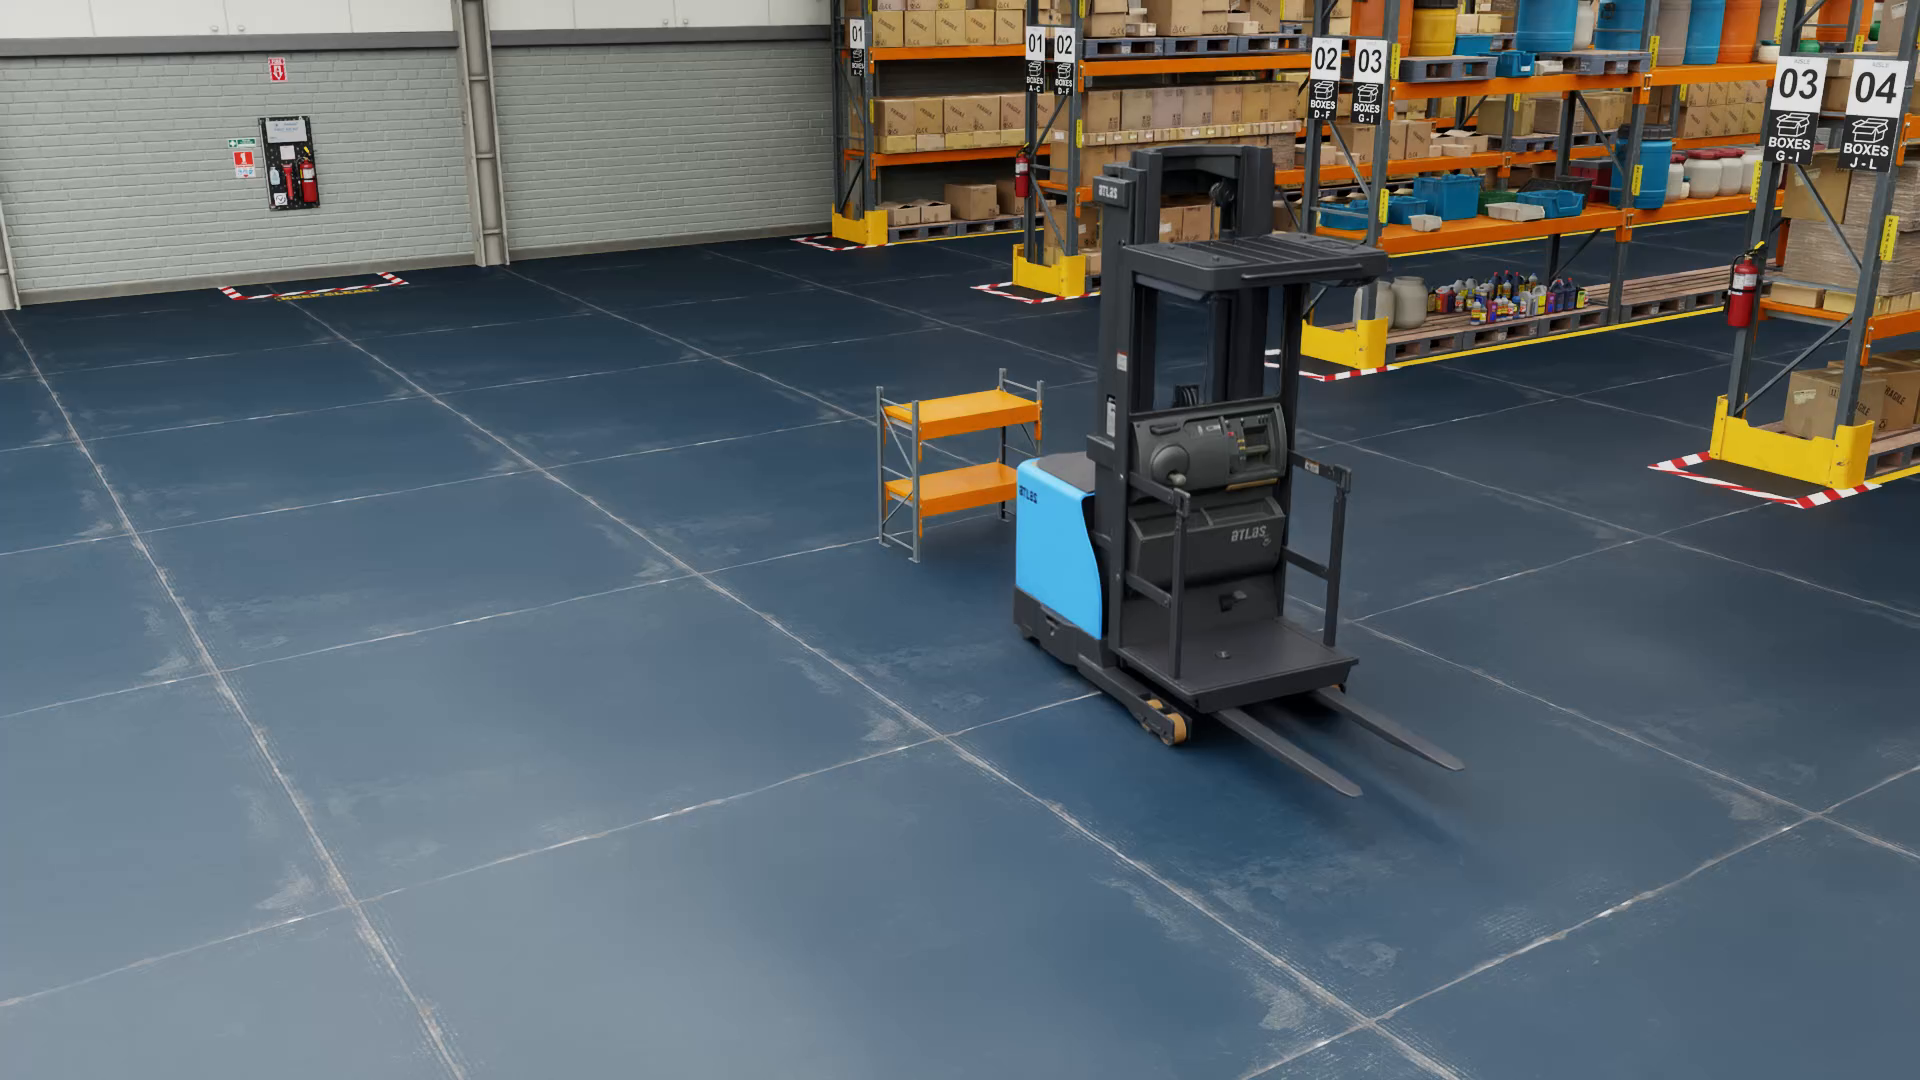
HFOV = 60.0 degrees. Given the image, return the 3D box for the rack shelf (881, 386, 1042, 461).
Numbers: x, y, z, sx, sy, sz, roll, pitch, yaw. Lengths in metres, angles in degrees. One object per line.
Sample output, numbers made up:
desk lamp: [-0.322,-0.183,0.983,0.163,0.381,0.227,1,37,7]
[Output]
rack shelf: [0.006,-0.811,11.474,1.000,0.278,0.538,-12,22,-31]

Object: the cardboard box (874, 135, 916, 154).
cardboard box: [-1.001,-5.891,24.689,0.500,0.250,0.500,-13,22,-33]

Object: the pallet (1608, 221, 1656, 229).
pallet: [10.508,-5.266,26.993,1.213,0.211,1.003,-12,22,-31]

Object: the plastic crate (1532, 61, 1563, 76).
plastic crate: [6.088,-4.911,17.316,0.396,0.136,0.243,-12,22,-31]

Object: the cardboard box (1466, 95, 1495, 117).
cardboard box: [9.514,-8.425,31.515,0.700,0.700,0.980,-13,22,-33]

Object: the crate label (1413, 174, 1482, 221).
crate label: [5.254,-3.715,17.994,0.616,0.435,0.502,-12,22,-31]

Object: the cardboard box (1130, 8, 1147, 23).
cardboard box: [2.426,-6.642,21.290,0.500,0.311,0.500,-9,21,-25]

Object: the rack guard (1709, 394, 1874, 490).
rack guard: [6.653,-0.806,13.348,0.348,0.500,1.175,-12,22,-31]

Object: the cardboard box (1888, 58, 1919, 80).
cardboard box: [6.947,-3.502,12.348,0.250,0.149,0.380,-12,22,-32]

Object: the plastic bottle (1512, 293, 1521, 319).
plastic bottle: [6.090,-2.567,18.227,0.097,0.271,0.097,0,19,0]

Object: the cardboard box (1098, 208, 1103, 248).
cardboard box: [2.131,-4.002,21.366,0.500,0.500,0.500,-12,22,-31]

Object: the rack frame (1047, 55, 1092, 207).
rack frame: [1.758,-6.656,26.749,0.127,3.000,1.000,-12,22,-31]

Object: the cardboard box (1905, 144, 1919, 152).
cardboard box: [7.746,-2.979,13.690,0.500,0.500,0.500,-12,22,-31]

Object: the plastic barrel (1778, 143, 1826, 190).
plastic barrel: [10.326,-4.612,20.491,0.708,0.536,0.600,-12,22,-31]

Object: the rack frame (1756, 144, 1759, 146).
rack frame: [14.507,-7.445,29.084,0.127,3.000,1.000,-12,22,-31]

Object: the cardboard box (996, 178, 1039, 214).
cardboard box: [0.913,-5.487,26.506,0.500,0.500,0.500,-14,23,-35]

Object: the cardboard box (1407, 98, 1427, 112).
cardboard box: [8.192,-8.114,30.410,0.500,0.500,0.500,-12,22,-32]

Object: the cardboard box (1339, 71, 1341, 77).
cardboard box: [6.483,-8.108,29.223,0.500,0.250,0.500,-12,22,-31]

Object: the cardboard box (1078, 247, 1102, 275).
cardboard box: [1.715,-3.558,21.224,0.500,0.250,0.500,-12,22,-31]

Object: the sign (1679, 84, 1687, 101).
sign: [11.475,-7.141,26.377,0.005,0.325,0.100,-12,22,-31]

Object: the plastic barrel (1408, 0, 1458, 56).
plastic barrel: [4.748,-5.245,16.943,0.600,0.588,0.600,0,19,0]

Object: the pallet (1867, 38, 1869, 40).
pallet: [12.341,-6.382,21.550,1.213,0.211,1.003,-12,22,-31]

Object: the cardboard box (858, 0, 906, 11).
cardboard box: [-1.128,-7.906,24.014,0.500,0.500,0.500,-14,23,-35]

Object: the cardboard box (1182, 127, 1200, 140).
cardboard box: [2.875,-5.264,21.462,0.250,0.149,0.380,-12,22,-31]

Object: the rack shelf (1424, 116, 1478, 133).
rack shelf: [10.109,-8.076,32.074,4.000,0.370,1.077,-12,22,-31]

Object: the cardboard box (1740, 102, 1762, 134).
cardboard box: [13.011,-7.073,27.828,0.500,0.500,0.500,-12,22,-32]

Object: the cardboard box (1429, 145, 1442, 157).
cardboard box: [6.792,-5.677,24.247,0.250,0.149,0.380,-10,21,-27]

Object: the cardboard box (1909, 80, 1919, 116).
cardboard box: [7.134,-3.342,12.498,0.500,0.250,0.500,-11,22,-30]

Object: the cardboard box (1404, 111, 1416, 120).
cardboard box: [8.115,-7.769,30.404,0.250,0.149,0.380,-11,22,-30]

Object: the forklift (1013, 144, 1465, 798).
forklift: [1.423,-0.487,8.607,1.130,2.935,3.031,-9,21,-25]

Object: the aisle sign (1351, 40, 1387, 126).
aisle sign: [3.967,-4.442,16.141,0.004,0.787,0.394,-12,22,-31]

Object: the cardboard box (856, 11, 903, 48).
cardboard box: [-1.166,-7.421,24.142,0.500,0.500,0.500,-11,22,-30]

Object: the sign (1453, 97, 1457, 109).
sign: [7.520,-6.691,25.167,0.005,0.325,0.100,-12,22,-31]

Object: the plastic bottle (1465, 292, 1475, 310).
plastic bottle: [5.739,-2.692,18.707,0.097,0.201,0.097,0,19,0]

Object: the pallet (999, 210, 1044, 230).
pallet: [1.216,-5.207,26.818,1.213,0.211,1.003,-12,22,-31]

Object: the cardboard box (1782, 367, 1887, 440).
cardboard box: [7.120,-1.097,13.553,0.500,0.500,0.500,-8,20,-21]

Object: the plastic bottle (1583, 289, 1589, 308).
plastic bottle: [7.075,-2.741,18.853,0.097,0.201,0.097,0,19,0]

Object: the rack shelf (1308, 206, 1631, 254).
rack shelf: [5.536,-3.313,17.984,4.000,0.370,1.077,-12,22,-31]

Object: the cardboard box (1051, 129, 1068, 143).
cardboard box: [1.359,-5.100,20.977,0.250,0.149,0.380,-12,22,-32]

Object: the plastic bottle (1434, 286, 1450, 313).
plastic bottle: [5.384,-2.697,18.606,0.135,0.276,0.152,-12,22,-31]

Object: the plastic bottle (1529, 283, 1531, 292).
plastic bottle: [6.614,-2.932,19.416,0.097,0.201,0.097,0,19,0]

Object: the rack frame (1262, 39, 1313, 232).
rack frame: [4.485,-5.332,22.832,0.127,3.000,1.000,-12,22,-31]

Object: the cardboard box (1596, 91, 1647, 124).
cardboard box: [10.648,-6.963,26.847,0.700,0.500,0.500,14,23,35]

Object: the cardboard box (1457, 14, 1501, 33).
cardboard box: [7.478,-7.490,24.111,0.500,0.250,0.500,-14,23,-35]

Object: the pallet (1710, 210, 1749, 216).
pallet: [12.761,-5.756,28.443,1.213,0.211,1.003,-12,22,-31]

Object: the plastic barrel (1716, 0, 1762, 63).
plastic barrel: [9.196,-6.133,19.849,0.708,0.830,0.600,-12,22,-31]

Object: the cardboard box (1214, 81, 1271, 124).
cardboard box: [3.697,-5.824,22.107,0.500,0.500,0.700,-12,22,-32]

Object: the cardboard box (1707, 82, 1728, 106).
cardboard box: [12.145,-7.360,27.116,0.500,0.500,0.500,-13,22,-33]

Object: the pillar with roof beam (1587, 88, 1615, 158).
pillar with roof beam: [15.927,-11.167,30.725,0.400,9.000,9.100,-12,22,-31]

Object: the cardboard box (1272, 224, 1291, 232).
cardboard box: [4.672,-4.378,23.650,0.500,0.250,0.500,-12,22,-32]

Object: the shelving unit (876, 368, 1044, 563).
shelving unit: [0.006,-0.534,11.568,1.048,1.125,0.538,-12,22,-31]

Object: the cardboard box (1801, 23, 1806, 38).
cardboard box: [13.800,-8.549,27.899,0.500,0.250,0.500,-12,22,-31]

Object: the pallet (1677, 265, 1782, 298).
pallet: [9.879,-3.263,21.068,1.213,0.211,1.003,-12,22,-31]

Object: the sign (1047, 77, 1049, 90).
sign: [1.449,-7.352,27.001,0.005,0.325,0.100,-12,22,-31]

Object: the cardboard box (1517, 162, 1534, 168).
cardboard box: [10.832,-7.546,32.630,0.500,0.500,0.700,-12,22,-32]

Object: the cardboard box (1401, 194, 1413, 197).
cardboard box: [6.670,-4.859,24.194,0.500,0.311,0.500,-12,22,-32]

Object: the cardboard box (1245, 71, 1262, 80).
cardboard box: [5.334,-8.063,29.087,0.500,0.250,0.500,-11,22,-30]

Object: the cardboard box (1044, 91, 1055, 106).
cardboard box: [1.533,-6.784,26.159,0.500,0.500,0.500,-12,22,-32]
